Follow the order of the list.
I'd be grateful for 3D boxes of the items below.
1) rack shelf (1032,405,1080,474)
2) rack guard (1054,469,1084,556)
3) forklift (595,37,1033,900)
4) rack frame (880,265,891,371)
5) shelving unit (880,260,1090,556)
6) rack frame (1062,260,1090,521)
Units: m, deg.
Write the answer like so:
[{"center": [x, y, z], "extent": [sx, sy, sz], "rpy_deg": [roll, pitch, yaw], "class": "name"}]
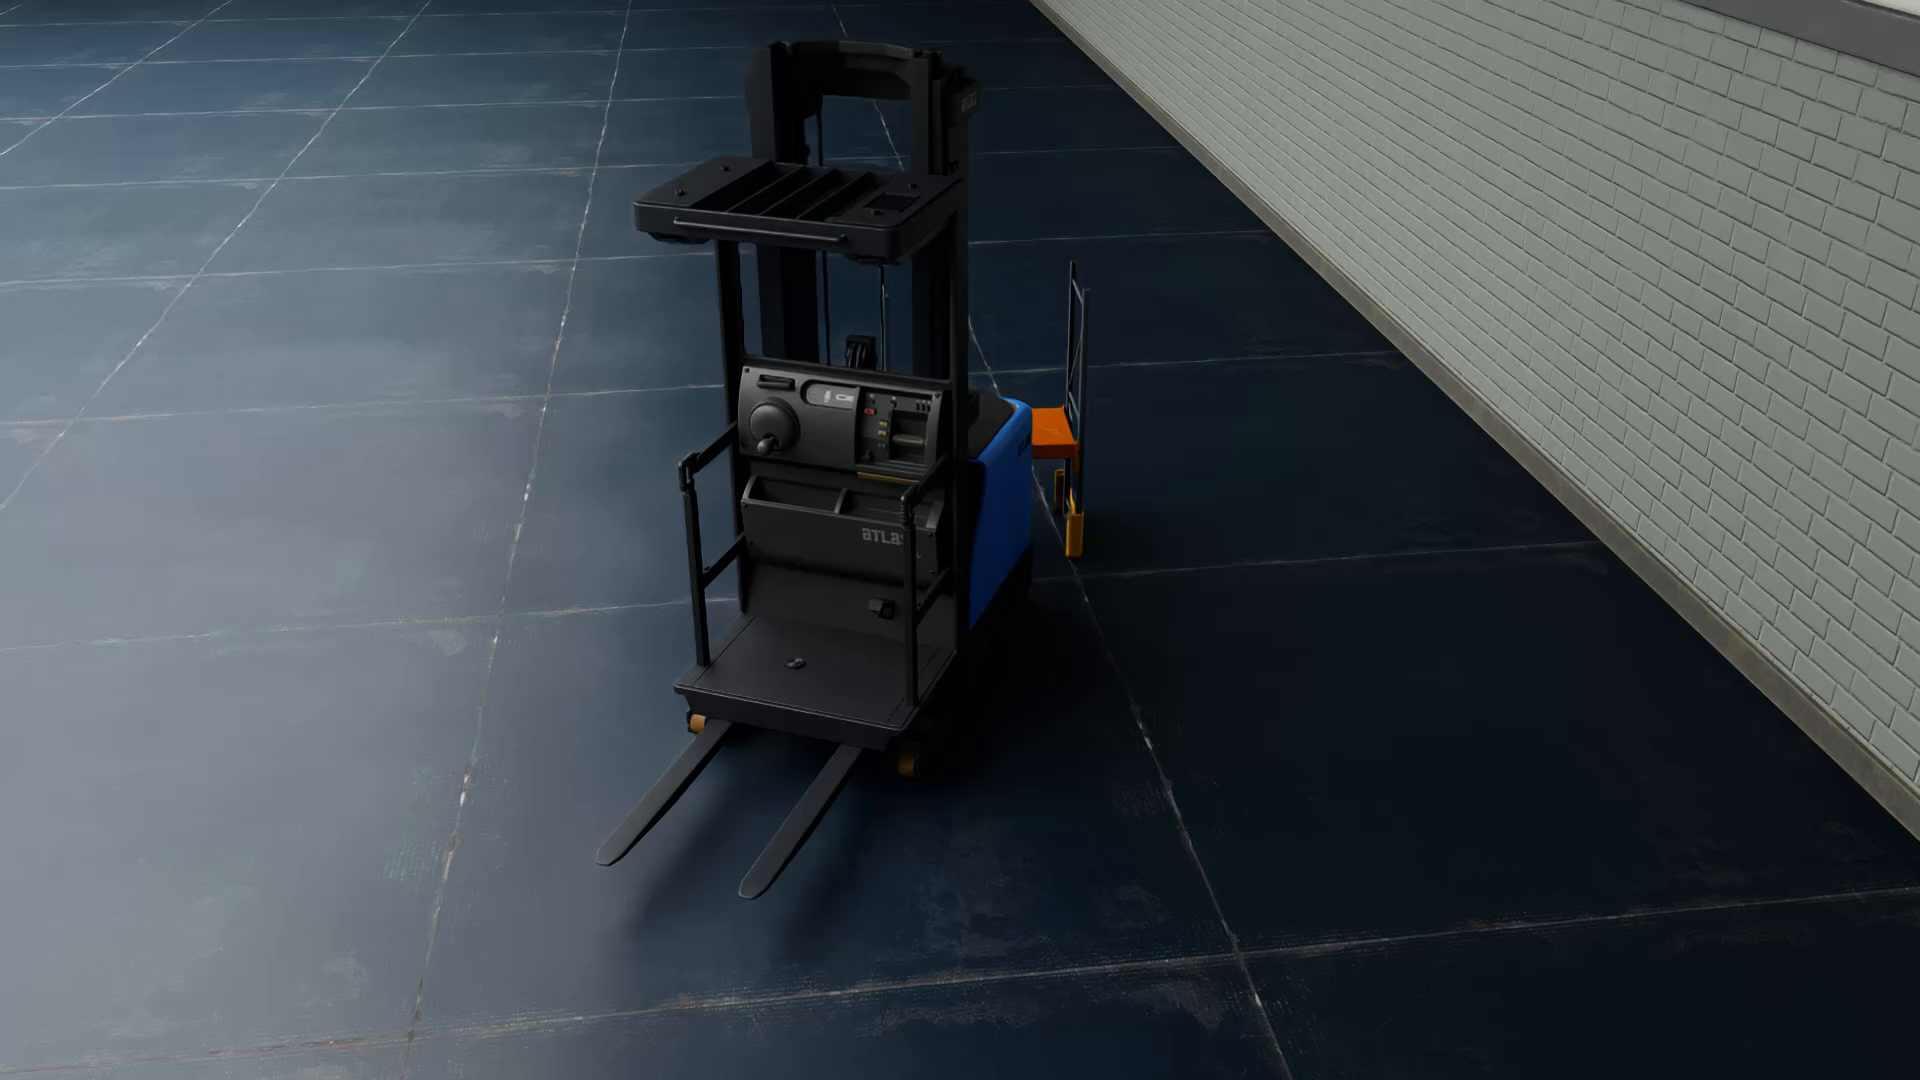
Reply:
[{"center": [0.118, -0.535, 9.045], "extent": [1.000, 0.185, 0.538], "rpy_deg": [-2, 27, -4], "class": "rack shelf"}, {"center": [0.605, -0.157, 9.283], "extent": [0.087, 0.250, 0.587], "rpy_deg": [-2, 27, -4], "class": "rack guard"}, {"center": [-0.587, -0.476, 6.968], "extent": [1.130, 2.935, 3.031], "rpy_deg": [9, 28, 17], "class": "forklift"}, {"center": [-0.389, -0.677, 8.926], "extent": [0.032, 1.500, 0.500], "rpy_deg": [-2, 27, -4], "class": "rack frame"}, {"center": [0.109, -0.695, 8.962], "extent": [1.083, 1.500, 0.587], "rpy_deg": [-2, 27, -4], "class": "shelving unit"}, {"center": [0.624, -0.714, 8.999], "extent": [0.032, 1.500, 0.500], "rpy_deg": [-2, 27, -4], "class": "rack frame"}]
